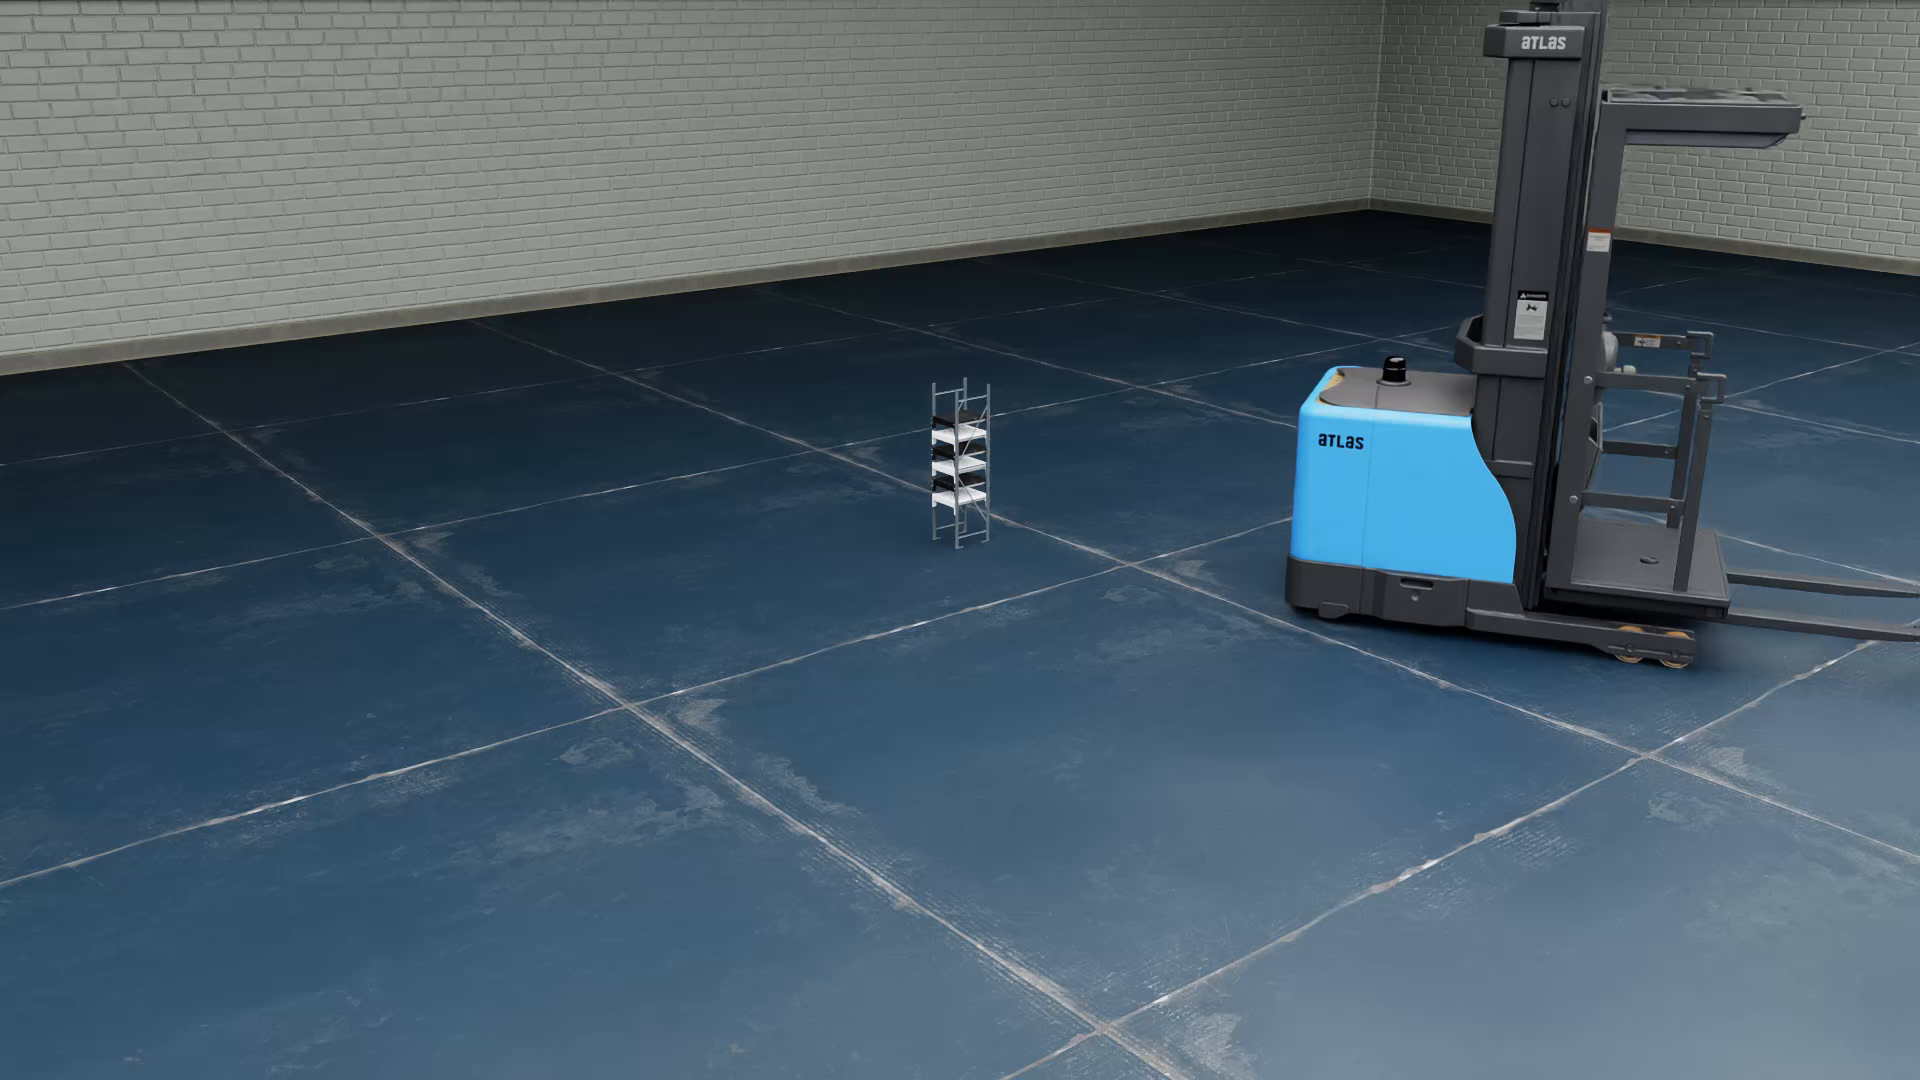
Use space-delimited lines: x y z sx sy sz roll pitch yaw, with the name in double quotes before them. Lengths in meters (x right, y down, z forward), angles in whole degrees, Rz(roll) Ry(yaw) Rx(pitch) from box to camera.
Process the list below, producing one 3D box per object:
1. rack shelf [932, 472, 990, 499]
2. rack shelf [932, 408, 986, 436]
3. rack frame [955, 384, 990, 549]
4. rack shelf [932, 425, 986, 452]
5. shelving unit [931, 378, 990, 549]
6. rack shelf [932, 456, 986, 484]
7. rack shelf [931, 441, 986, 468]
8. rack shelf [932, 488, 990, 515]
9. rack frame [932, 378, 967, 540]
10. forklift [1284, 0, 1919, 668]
"rack shelf" 0.005 -0.308 9.254 0.258 0.077 0.200 -14 23 -36
"rack shelf" 0.005 -0.650 9.141 0.258 0.077 0.200 -14 23 -36
"rack frame" 0.068 -0.400 9.139 0.240 0.900 0.006 -14 23 -36
"rack shelf" 0.005 -0.564 9.169 0.258 0.077 0.200 -14 23 -36
"shelving unit" 0.005 -0.425 9.215 0.258 0.900 0.210 -14 23 -36
"rack shelf" 0.005 -0.394 9.225 0.258 0.077 0.200 -14 23 -36
"rack shelf" 0.005 -0.479 9.197 0.258 0.077 0.200 -14 23 -36
"rack shelf" 0.005 -0.223 9.282 0.258 0.077 0.200 -14 23 -36
"rack frame" -0.058 -0.450 9.291 0.240 0.900 0.006 -14 23 -36
"forklift" 3.180 -0.994 7.702 3.031 2.935 1.130 7 19 19
